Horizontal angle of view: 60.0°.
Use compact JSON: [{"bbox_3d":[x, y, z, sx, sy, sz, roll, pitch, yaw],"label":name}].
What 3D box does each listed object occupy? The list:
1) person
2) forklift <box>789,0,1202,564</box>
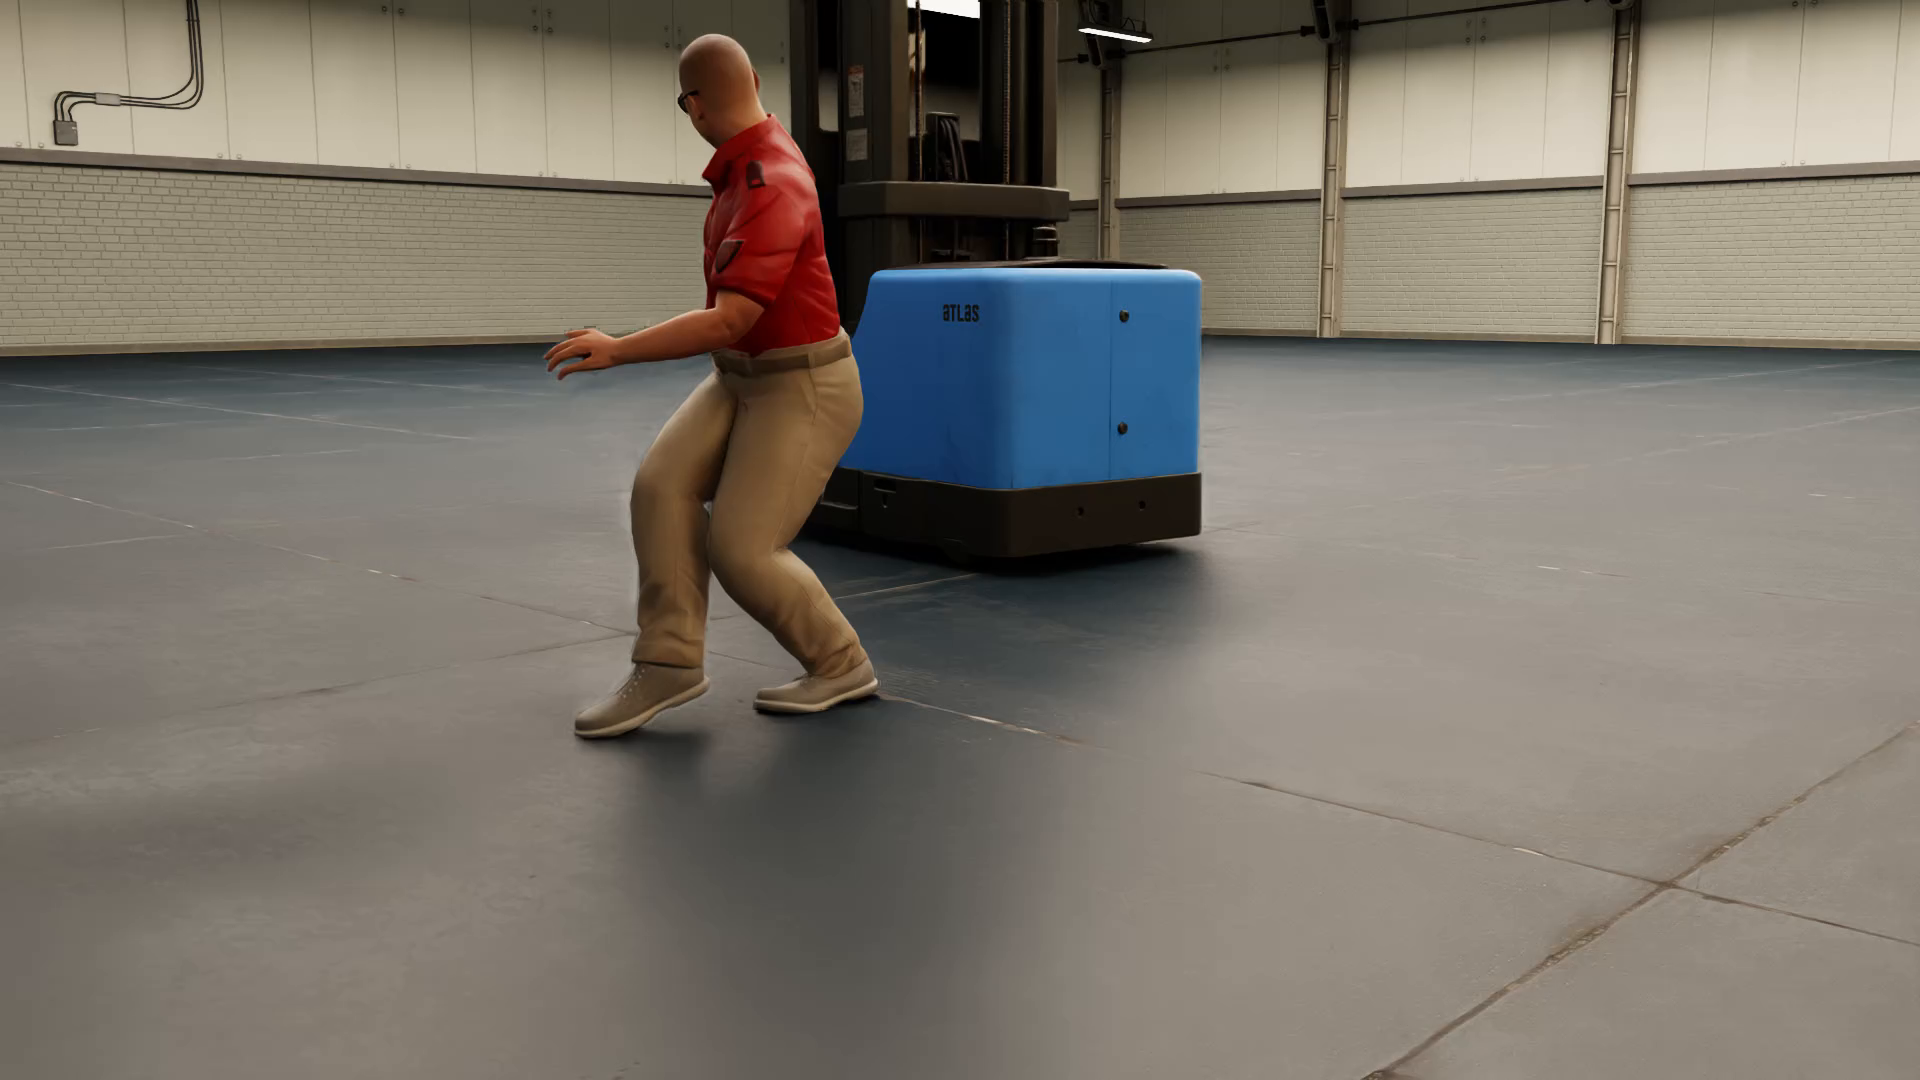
[{"bbox_3d":[-0.604,-0.364,3.933,0.791,1.573,0.777,-5,10,-28],"label":"person"},{"bbox_3d":[-0.356,-1.536,7.074,1.130,2.935,3.031,-6,11,-36],"label":"forklift"}]
